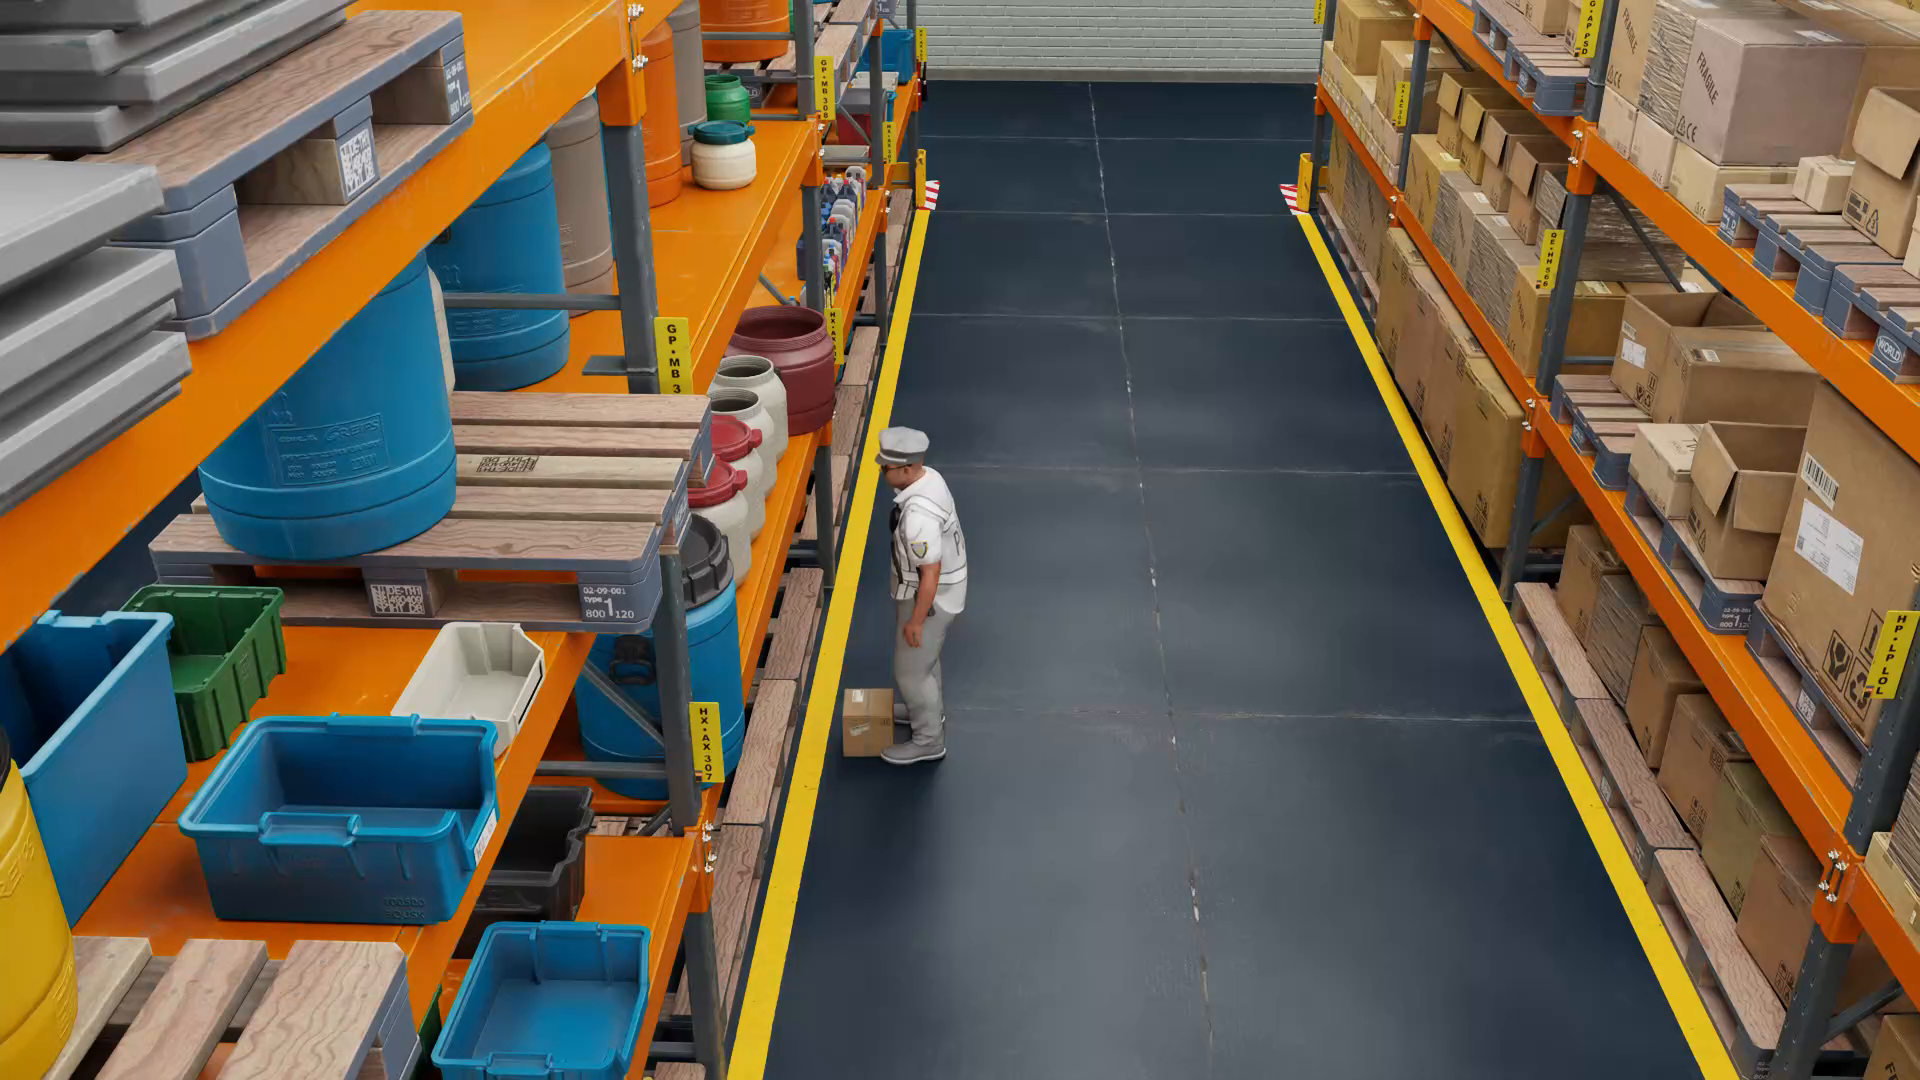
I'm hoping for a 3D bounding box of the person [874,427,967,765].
[{"bbox_3d":[-0.185,0.265,8.111,0.437,1.747,0.596,-1,28,-1],"label":"person"}]
